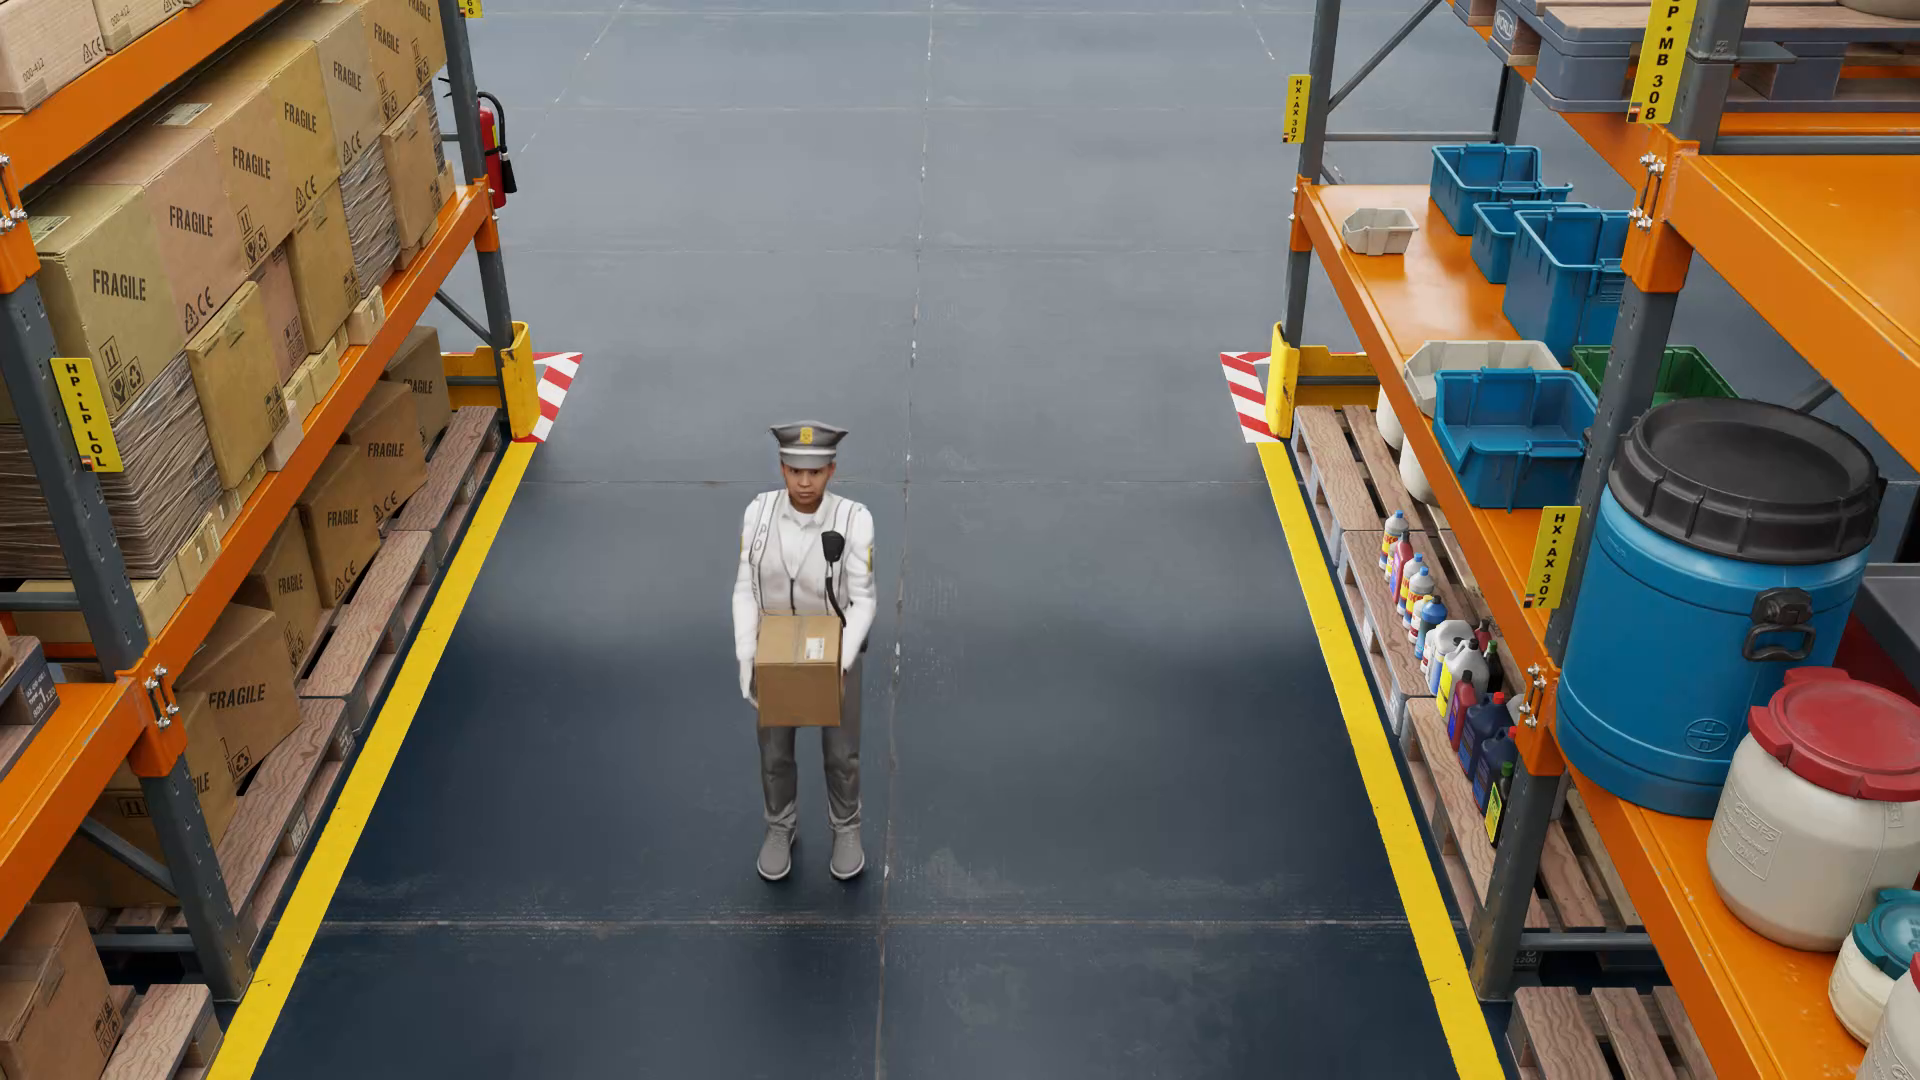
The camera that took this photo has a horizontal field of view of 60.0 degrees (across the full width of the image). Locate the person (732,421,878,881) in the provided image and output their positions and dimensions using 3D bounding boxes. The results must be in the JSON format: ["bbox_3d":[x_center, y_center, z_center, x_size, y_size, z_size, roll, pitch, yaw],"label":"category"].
[{"bbox_3d":[-0.501,0.404,5.447,0.468,1.697,0.552,4,32,6],"label":"person"}]
